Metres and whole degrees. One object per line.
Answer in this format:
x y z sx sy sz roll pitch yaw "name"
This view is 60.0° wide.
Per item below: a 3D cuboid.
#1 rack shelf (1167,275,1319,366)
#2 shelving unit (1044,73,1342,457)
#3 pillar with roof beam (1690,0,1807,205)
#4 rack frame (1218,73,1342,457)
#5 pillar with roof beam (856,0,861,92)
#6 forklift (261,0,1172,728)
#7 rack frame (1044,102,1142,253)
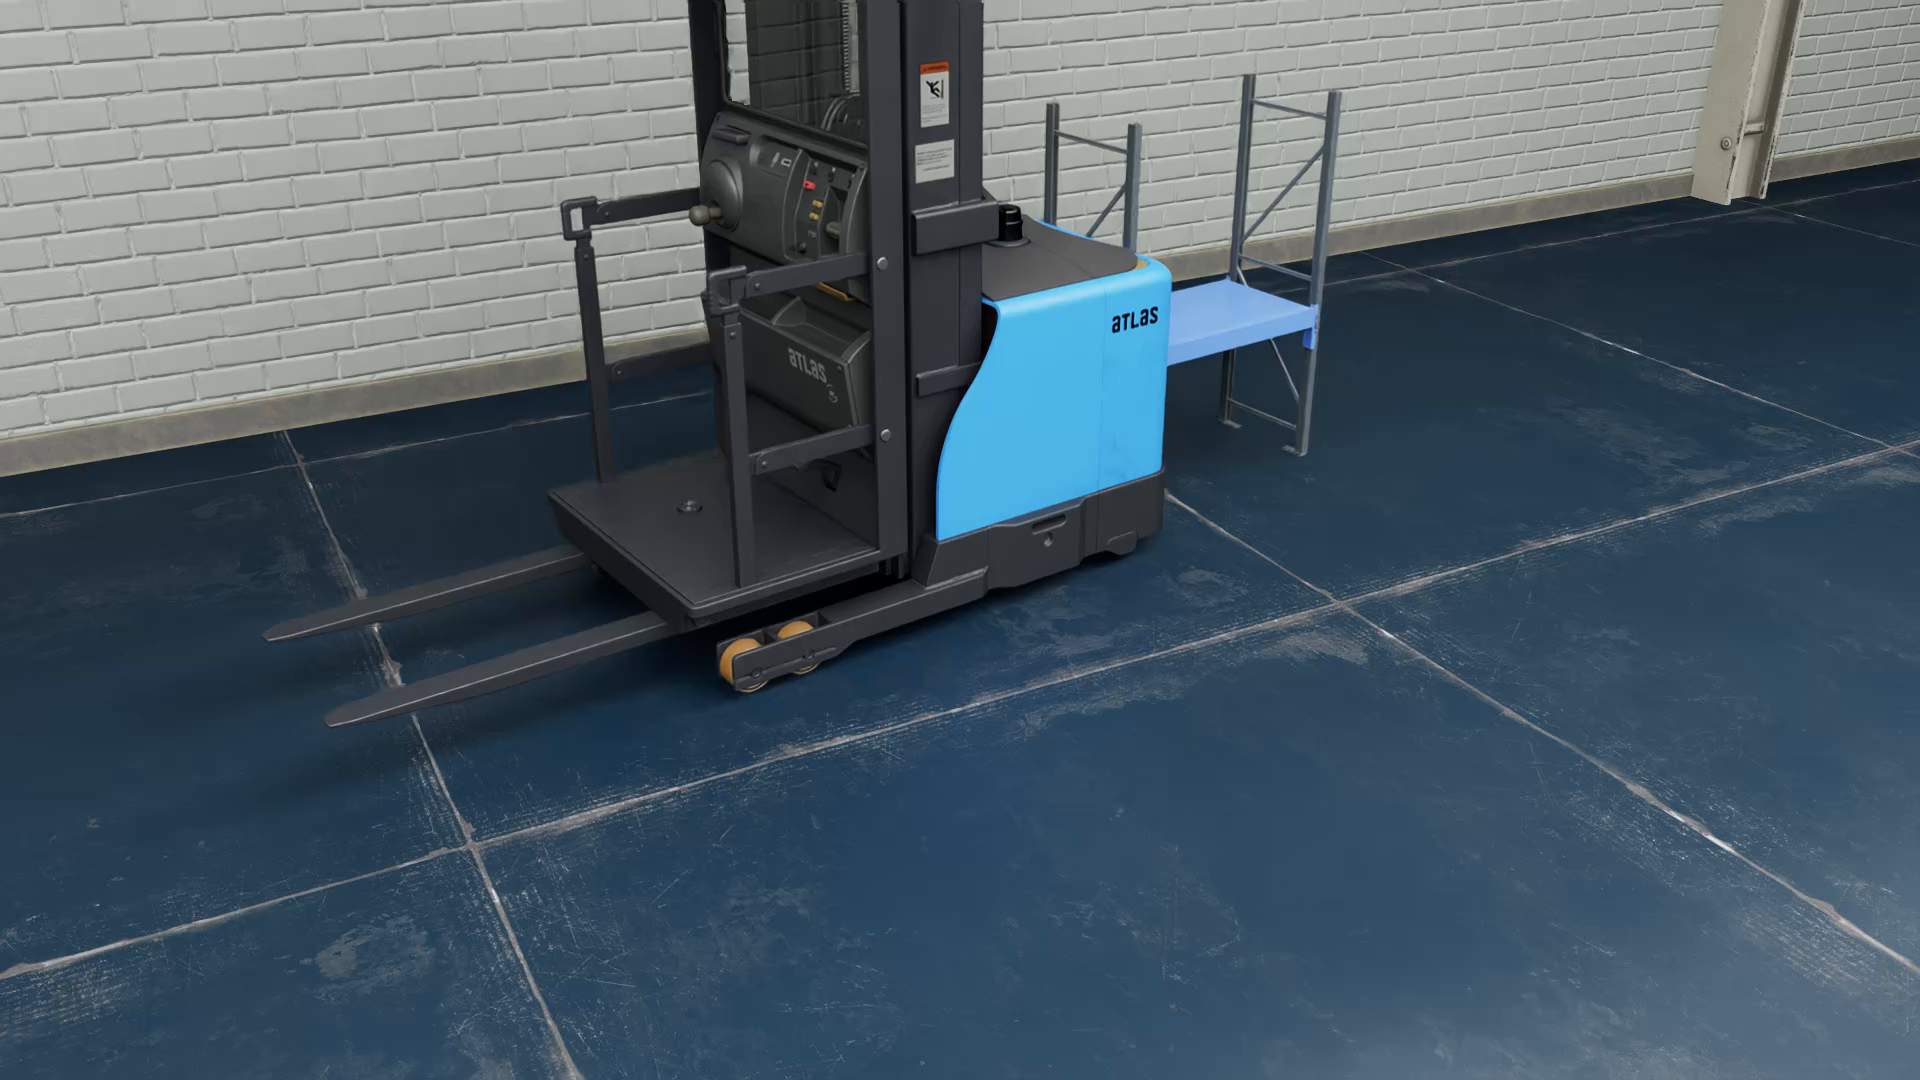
0.889 -0.826 6.652 1.000 0.185 0.538 -17 31 -32 "rack shelf"
0.889 -0.988 6.574 1.048 1.500 0.538 -17 31 -32 "shelving unit"
7.080 -4.681 5.602 0.400 9.000 9.100 -13 29 -25 "pillar with roof beam"
1.300 -1.117 6.844 0.032 1.500 0.500 -17 31 -32 "rack frame"
1.785 -3.459 3.057 0.400 9.000 9.100 -13 29 -25 "pillar with roof beam"
-0.738 -1.100 5.155 3.031 2.935 1.130 -17 31 -32 "forklift"
0.478 -0.858 6.305 0.032 1.500 0.500 -17 31 -32 "rack frame"
